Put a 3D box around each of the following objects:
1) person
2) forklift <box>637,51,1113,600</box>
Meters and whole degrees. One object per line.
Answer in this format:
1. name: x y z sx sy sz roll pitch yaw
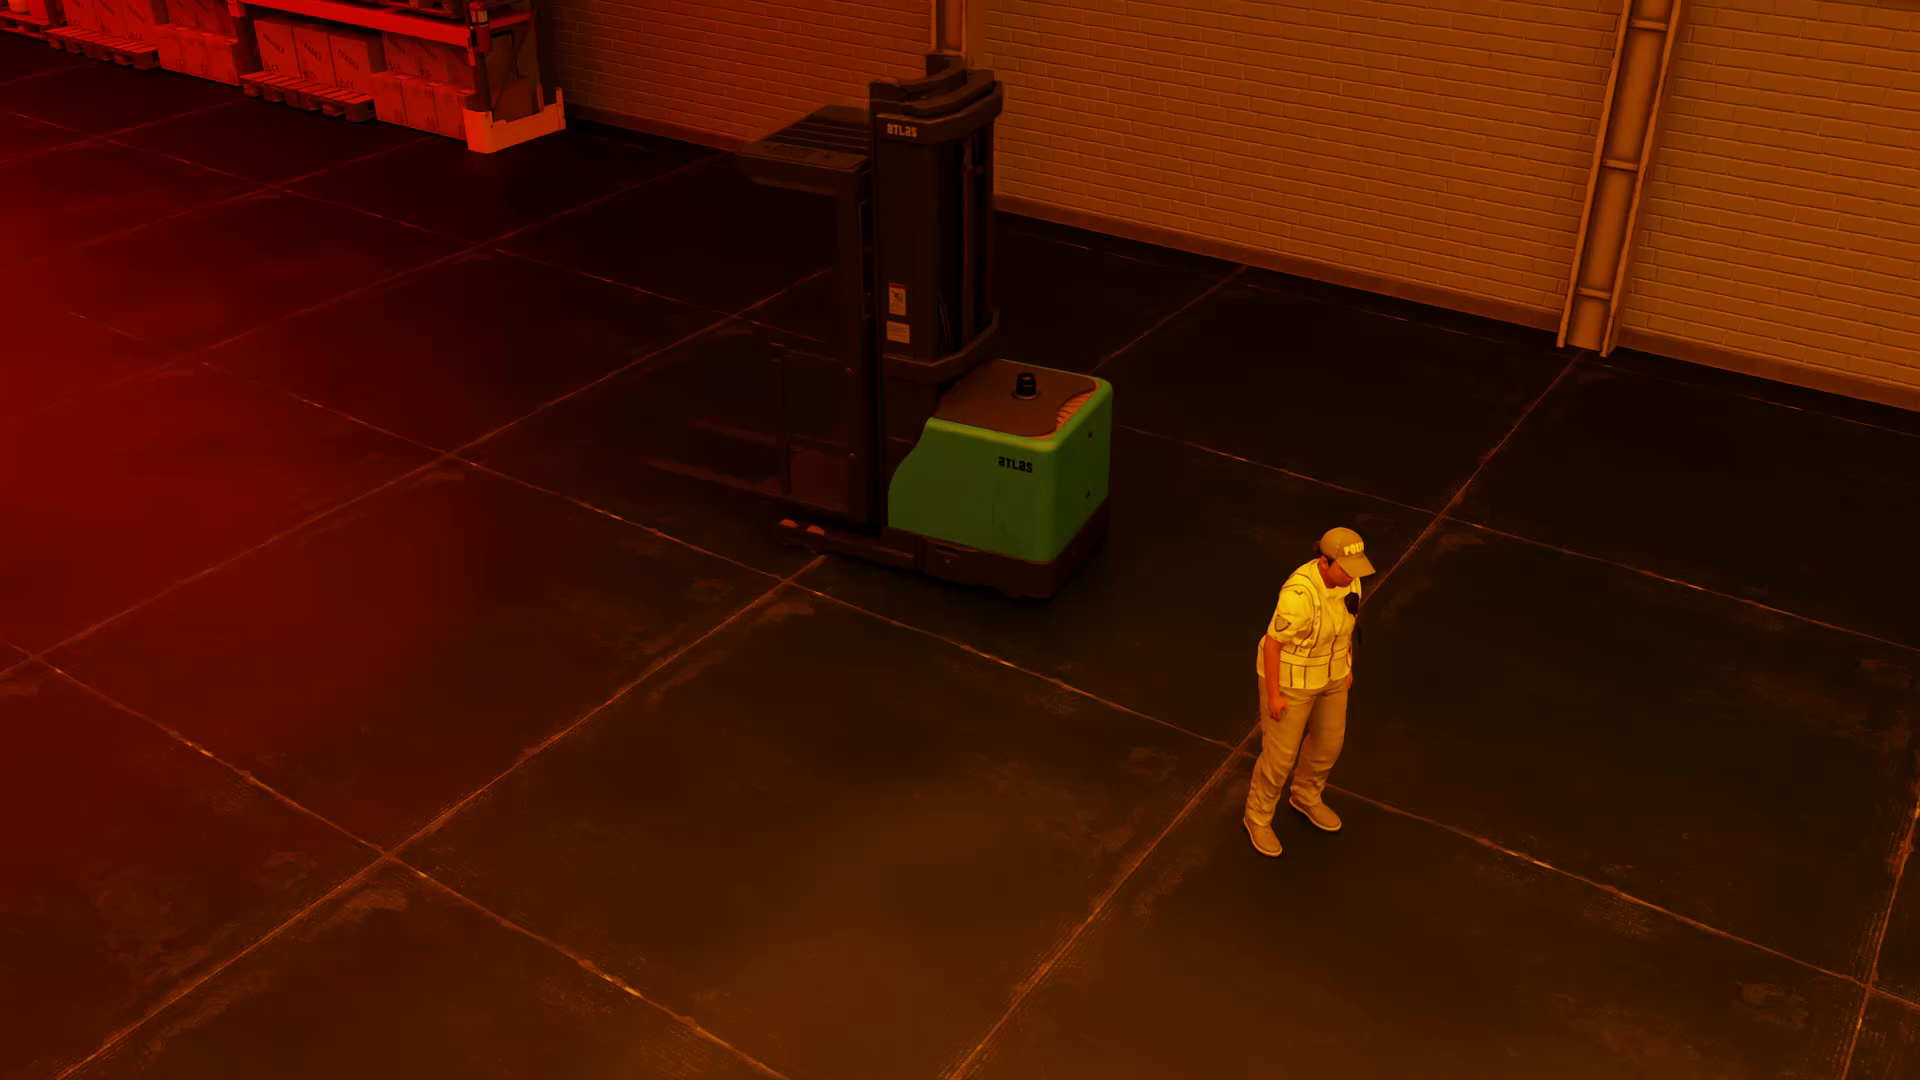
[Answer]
1. person: 1.619 0.666 7.697 0.556 1.665 0.456 -17 34 -27
2. forklift: -0.620 -1.410 10.010 3.031 2.935 1.130 14 33 22
